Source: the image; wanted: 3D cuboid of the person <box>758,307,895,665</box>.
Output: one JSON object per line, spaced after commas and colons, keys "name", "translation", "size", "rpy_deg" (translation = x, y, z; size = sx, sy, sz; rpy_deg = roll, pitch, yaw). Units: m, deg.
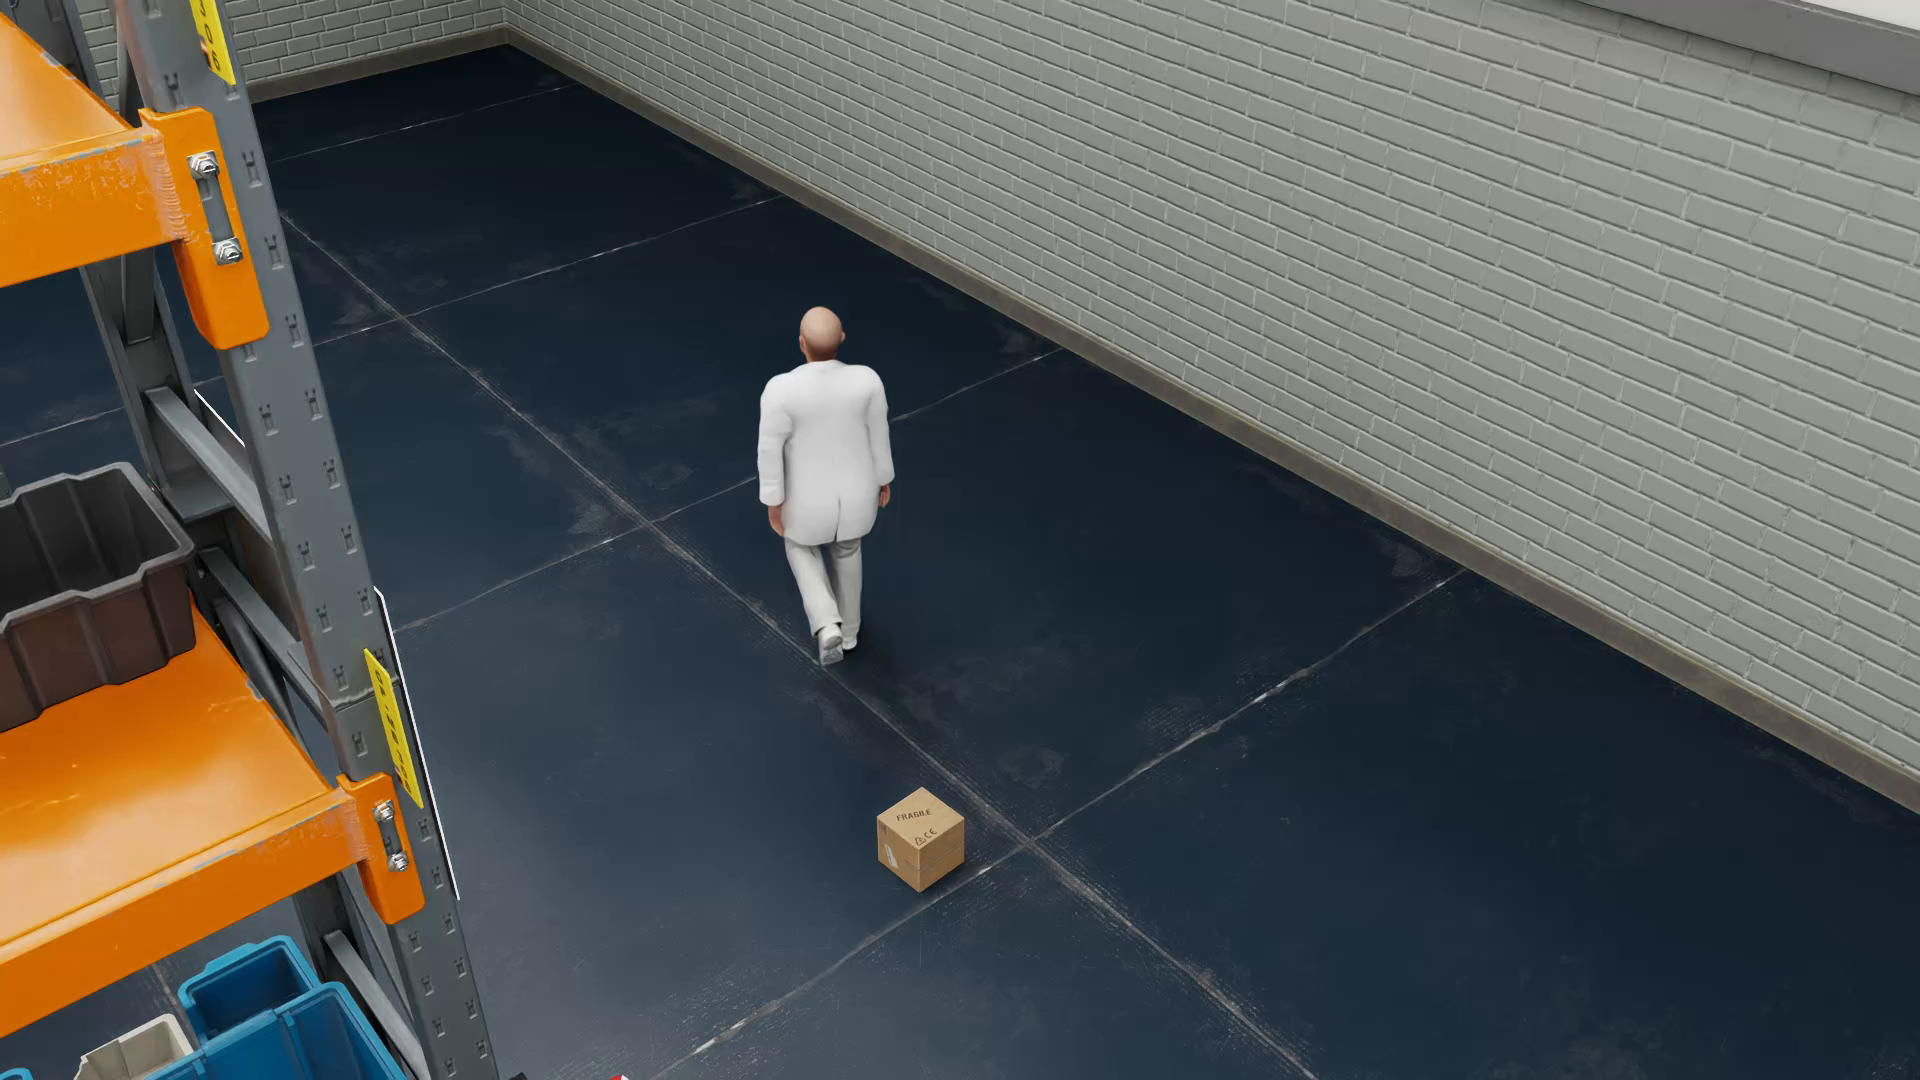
{"name": "person", "translation": [-0.579, -0.214, 7.352], "size": [0.620, 1.759, 0.647], "rpy_deg": [-9, 36, -12]}
